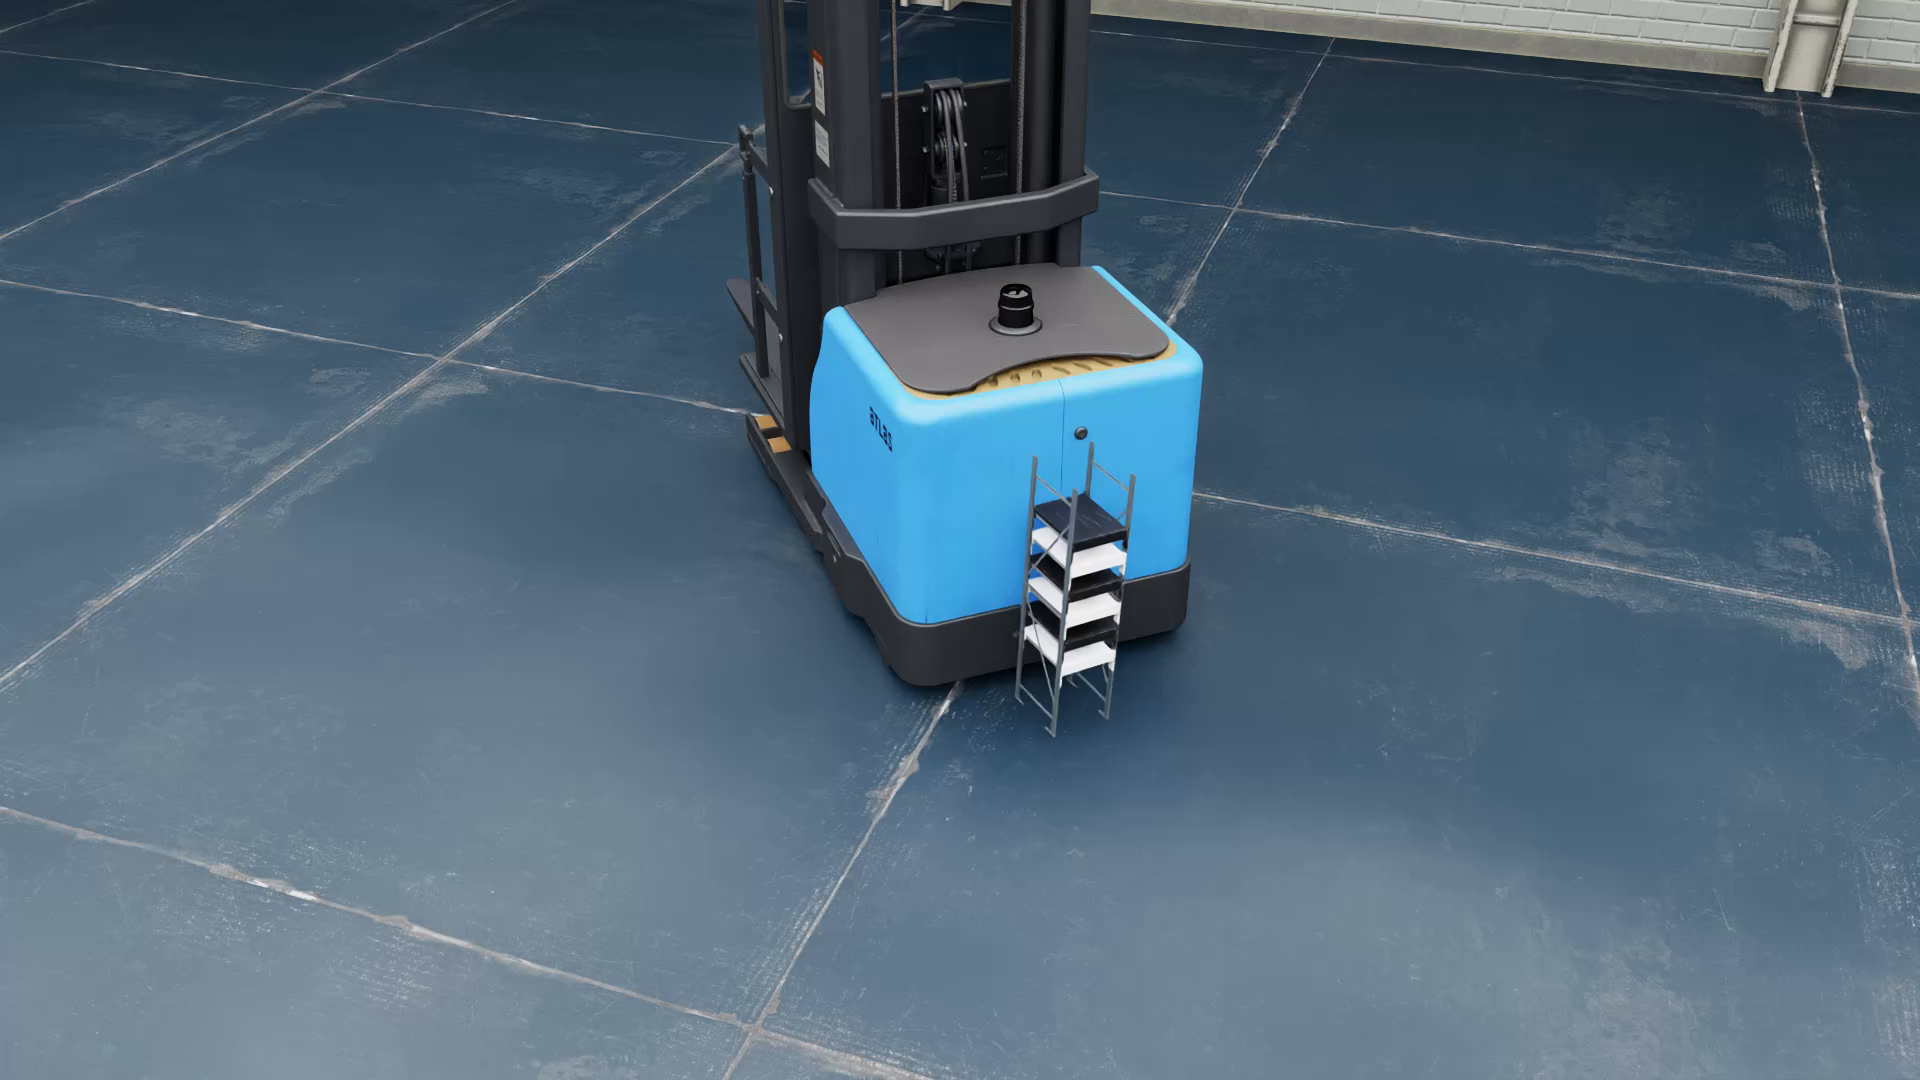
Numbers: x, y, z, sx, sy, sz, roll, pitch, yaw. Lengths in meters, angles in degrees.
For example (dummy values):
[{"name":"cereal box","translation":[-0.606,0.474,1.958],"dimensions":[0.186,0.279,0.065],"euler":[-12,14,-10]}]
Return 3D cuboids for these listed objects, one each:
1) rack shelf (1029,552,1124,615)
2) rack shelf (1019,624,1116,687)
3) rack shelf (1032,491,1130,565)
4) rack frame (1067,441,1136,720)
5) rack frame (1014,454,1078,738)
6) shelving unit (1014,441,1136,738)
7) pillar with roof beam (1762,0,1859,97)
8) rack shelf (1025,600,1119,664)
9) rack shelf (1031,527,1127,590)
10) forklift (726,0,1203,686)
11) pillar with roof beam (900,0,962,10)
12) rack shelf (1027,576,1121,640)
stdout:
[{"name":"rack shelf","translation":[0.350,0.114,5.131],"dimensions":[0.200,0.077,0.258],"euler":[-15,35,-26]},{"name":"rack shelf","translation":[0.338,0.344,5.272],"dimensions":[0.200,0.077,0.258],"euler":[-15,35,-26]},{"name":"rack shelf","translation":[0.358,-0.040,5.037],"dimensions":[0.200,0.077,0.258],"euler":[-15,35,-26]},{"name":"rack frame","translation":[0.436,0.139,5.205],"dimensions":[0.006,0.900,0.240],"euler":[-15,35,-26]},{"name":"rack frame","translation":[0.259,0.185,5.116],"dimensions":[0.006,0.900,0.240],"euler":[-15,35,-26]},{"name":"shelving unit","translation":[0.348,0.162,5.161],"dimensions":[0.210,0.900,0.258],"euler":[-15,35,-26]},{"name":"pillar with roof beam","translation":[3.984,-4.527,4.965],"dimensions":[0.400,9.000,9.100],"euler":[11,34,16]},{"name":"rack shelf","translation":[0.342,0.267,5.225],"dimensions":[0.200,0.077,0.258],"euler":[-15,35,-26]},{"name":"rack shelf","translation":[0.354,0.037,5.084],"dimensions":[0.200,0.077,0.258],"euler":[-15,35,-26]},{"name":"forklift","translation":[-0.225,-1.548,5.946],"dimensions":[1.130,2.935,3.031],"euler":[-12,35,-18]},{"name":"pillar with roof beam","translation":[-1.664,-5.625,6.665],"dimensions":[0.400,9.000,9.100],"euler":[11,34,16]},{"name":"rack shelf","translation":[0.346,0.190,5.178],"dimensions":[0.200,0.077,0.258],"euler":[-15,35,-26]}]
